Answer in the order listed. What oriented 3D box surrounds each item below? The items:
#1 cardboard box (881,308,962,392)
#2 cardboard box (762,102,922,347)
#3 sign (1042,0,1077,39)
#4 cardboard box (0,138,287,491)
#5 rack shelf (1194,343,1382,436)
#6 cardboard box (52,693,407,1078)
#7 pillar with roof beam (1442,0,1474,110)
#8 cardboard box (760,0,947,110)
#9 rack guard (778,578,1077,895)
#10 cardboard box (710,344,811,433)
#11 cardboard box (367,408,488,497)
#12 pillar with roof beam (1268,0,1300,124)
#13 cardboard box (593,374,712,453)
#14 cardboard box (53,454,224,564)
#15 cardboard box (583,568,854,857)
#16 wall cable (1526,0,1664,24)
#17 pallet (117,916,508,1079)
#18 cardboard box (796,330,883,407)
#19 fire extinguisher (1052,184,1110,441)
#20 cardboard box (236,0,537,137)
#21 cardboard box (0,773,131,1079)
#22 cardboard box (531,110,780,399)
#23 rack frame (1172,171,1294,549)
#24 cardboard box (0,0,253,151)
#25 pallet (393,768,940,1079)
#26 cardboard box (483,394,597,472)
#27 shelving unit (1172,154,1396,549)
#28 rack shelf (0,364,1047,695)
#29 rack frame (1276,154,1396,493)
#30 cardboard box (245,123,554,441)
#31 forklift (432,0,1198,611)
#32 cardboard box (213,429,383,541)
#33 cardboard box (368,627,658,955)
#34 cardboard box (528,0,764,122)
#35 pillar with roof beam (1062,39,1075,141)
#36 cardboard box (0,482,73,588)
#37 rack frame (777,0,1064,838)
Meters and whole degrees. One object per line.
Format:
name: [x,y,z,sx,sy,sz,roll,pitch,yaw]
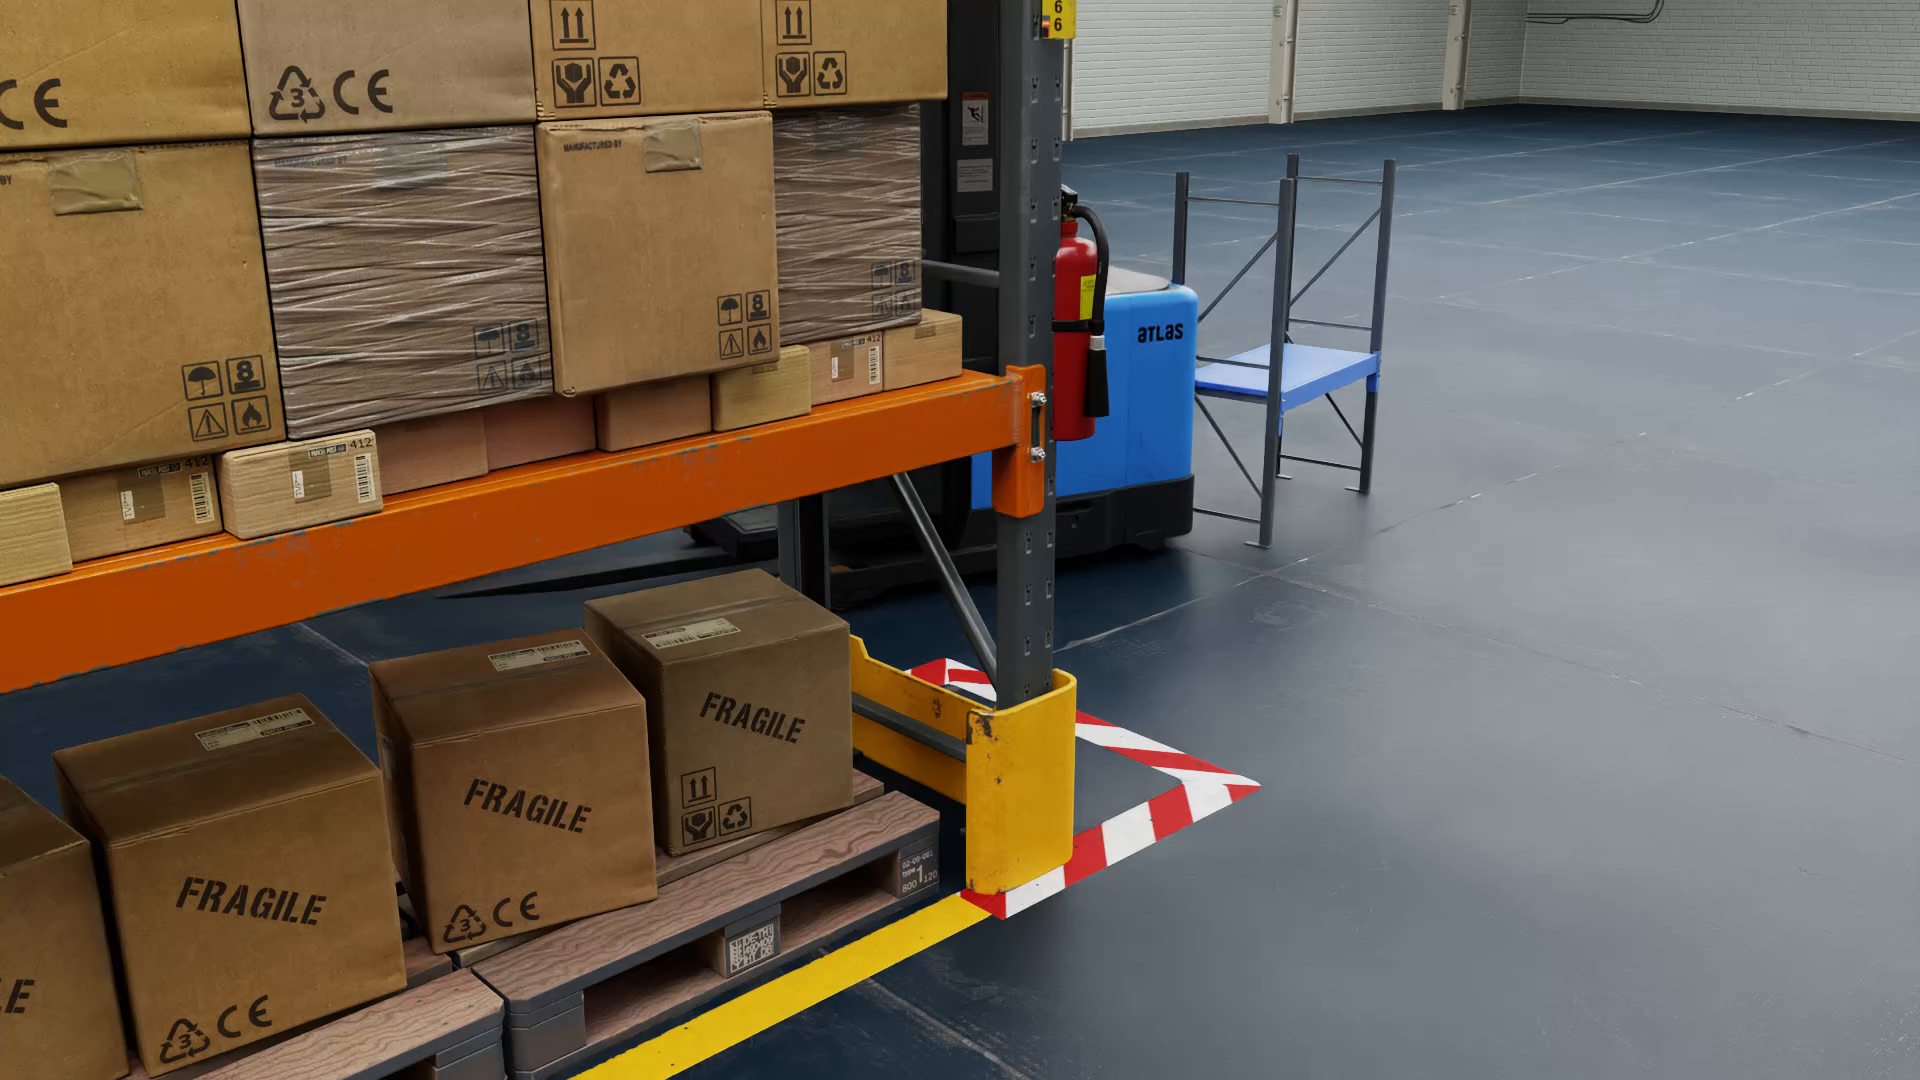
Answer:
cardboard box: [-0.211,-0.476,3.998,0.250,0.149,0.380,-16,24,-41]
cardboard box: [-0.565,-0.781,3.886,0.500,0.500,0.875,-16,24,-41]
sign: [0.221,-1.275,3.664,0.005,0.325,0.100,-16,24,-41]
cardboard box: [-1.610,-0.449,2.861,0.500,0.500,0.875,-16,24,-41]
rack shelf: [1.381,-0.679,7.231,0.538,0.185,1.000,13,22,34]
cardboard box: [-1.490,0.678,3.402,0.500,0.500,0.500,-14,22,-36]
pillar with roof beam: [13.263,-12.335,30.440,0.400,9.000,9.100,-16,24,-41]
cardboard box: [-0.376,-1.195,3.542,0.500,0.500,0.500,-16,24,-41]
rack guard: [-0.201,0.503,4.624,0.348,0.500,1.175,-16,24,-41]
cardboard box: [-0.540,-0.359,3.636,0.250,0.149,0.380,-16,24,-41]
cardboard box: [-1.108,-0.208,3.169,0.250,0.149,0.380,-16,24,-41]
pillar with roof beam: [8.903,-11.064,26.518,0.400,9.000,9.100,-16,24,-41]
cardboard box: [-0.732,-0.309,3.483,0.250,0.149,0.380,-16,24,-41]
cardboard box: [-1.459,-0.098,2.829,0.250,0.149,0.380,-16,24,-41]
cardboard box: [-0.611,0.415,4.212,0.500,0.500,0.500,-11,21,-31]
wall cable: [13.355,-12.151,34.905,0.112,2.526,3.097,-16,24,-41]
pallet: [-1.702,1.062,3.368,1.213,0.211,1.003,-16,24,-41]
cardboard box: [-0.394,-0.423,3.835,0.250,0.149,0.380,-16,24,-41]
fire extinguisher: [0.254,-0.587,4.056,0.183,0.674,0.296,-16,24,-41]
cardboard box: [-1.100,-0.983,2.886,0.500,0.500,0.500,-16,24,-41]
cardboard box: [-1.926,0.786,3.068,0.500,0.500,0.500,15,23,39]
cardboard box: [-0.846,-0.648,3.476,0.500,0.500,0.875,-16,24,-41]
rack frame: [1.080,-0.724,6.786,0.500,1.500,0.032,13,22,34]
cardboard box: [-1.469,-0.878,2.565,0.500,0.500,0.500,-16,24,-41]
pallet: [-0.816,0.804,4.162,1.213,0.211,1.003,-16,24,-41]
cardboard box: [-0.942,-0.266,3.348,0.250,0.149,0.380,-16,24,-41]
shelving unit: [1.381,-0.850,7.176,0.538,1.500,1.048,13,22,34]
rack shelf: [-1.599,0.064,3.092,4.000,0.370,1.077,-16,24,-41]
rack frame: [1.681,-0.977,7.565,0.500,1.500,0.032,13,22,34]
cardboard box: [-1.239,-0.552,3.179,0.500,0.500,0.875,-16,24,-41]
forklift: [-0.591,-1.290,6.213,3.031,2.935,1.130,-9,20,-26]
cardboard box: [-1.229,-0.135,2.945,0.250,0.149,0.380,-16,24,-41]
cardboard box: [-1.022,0.550,3.798,0.500,0.500,0.500,-9,20,-27]
cardboard box: [-0.735,-1.088,3.211,0.500,0.500,0.500,-16,24,-41]
pillar with roof beam: [4.544,-9.792,22.597,0.400,9.000,9.100,-16,24,-41]
cardboard box: [-1.609,-0.034,2.634,0.250,0.149,0.380,-16,24,-41]
rack frame: [-0.146,-0.702,4.288,0.127,3.000,1.000,-16,24,-41]
